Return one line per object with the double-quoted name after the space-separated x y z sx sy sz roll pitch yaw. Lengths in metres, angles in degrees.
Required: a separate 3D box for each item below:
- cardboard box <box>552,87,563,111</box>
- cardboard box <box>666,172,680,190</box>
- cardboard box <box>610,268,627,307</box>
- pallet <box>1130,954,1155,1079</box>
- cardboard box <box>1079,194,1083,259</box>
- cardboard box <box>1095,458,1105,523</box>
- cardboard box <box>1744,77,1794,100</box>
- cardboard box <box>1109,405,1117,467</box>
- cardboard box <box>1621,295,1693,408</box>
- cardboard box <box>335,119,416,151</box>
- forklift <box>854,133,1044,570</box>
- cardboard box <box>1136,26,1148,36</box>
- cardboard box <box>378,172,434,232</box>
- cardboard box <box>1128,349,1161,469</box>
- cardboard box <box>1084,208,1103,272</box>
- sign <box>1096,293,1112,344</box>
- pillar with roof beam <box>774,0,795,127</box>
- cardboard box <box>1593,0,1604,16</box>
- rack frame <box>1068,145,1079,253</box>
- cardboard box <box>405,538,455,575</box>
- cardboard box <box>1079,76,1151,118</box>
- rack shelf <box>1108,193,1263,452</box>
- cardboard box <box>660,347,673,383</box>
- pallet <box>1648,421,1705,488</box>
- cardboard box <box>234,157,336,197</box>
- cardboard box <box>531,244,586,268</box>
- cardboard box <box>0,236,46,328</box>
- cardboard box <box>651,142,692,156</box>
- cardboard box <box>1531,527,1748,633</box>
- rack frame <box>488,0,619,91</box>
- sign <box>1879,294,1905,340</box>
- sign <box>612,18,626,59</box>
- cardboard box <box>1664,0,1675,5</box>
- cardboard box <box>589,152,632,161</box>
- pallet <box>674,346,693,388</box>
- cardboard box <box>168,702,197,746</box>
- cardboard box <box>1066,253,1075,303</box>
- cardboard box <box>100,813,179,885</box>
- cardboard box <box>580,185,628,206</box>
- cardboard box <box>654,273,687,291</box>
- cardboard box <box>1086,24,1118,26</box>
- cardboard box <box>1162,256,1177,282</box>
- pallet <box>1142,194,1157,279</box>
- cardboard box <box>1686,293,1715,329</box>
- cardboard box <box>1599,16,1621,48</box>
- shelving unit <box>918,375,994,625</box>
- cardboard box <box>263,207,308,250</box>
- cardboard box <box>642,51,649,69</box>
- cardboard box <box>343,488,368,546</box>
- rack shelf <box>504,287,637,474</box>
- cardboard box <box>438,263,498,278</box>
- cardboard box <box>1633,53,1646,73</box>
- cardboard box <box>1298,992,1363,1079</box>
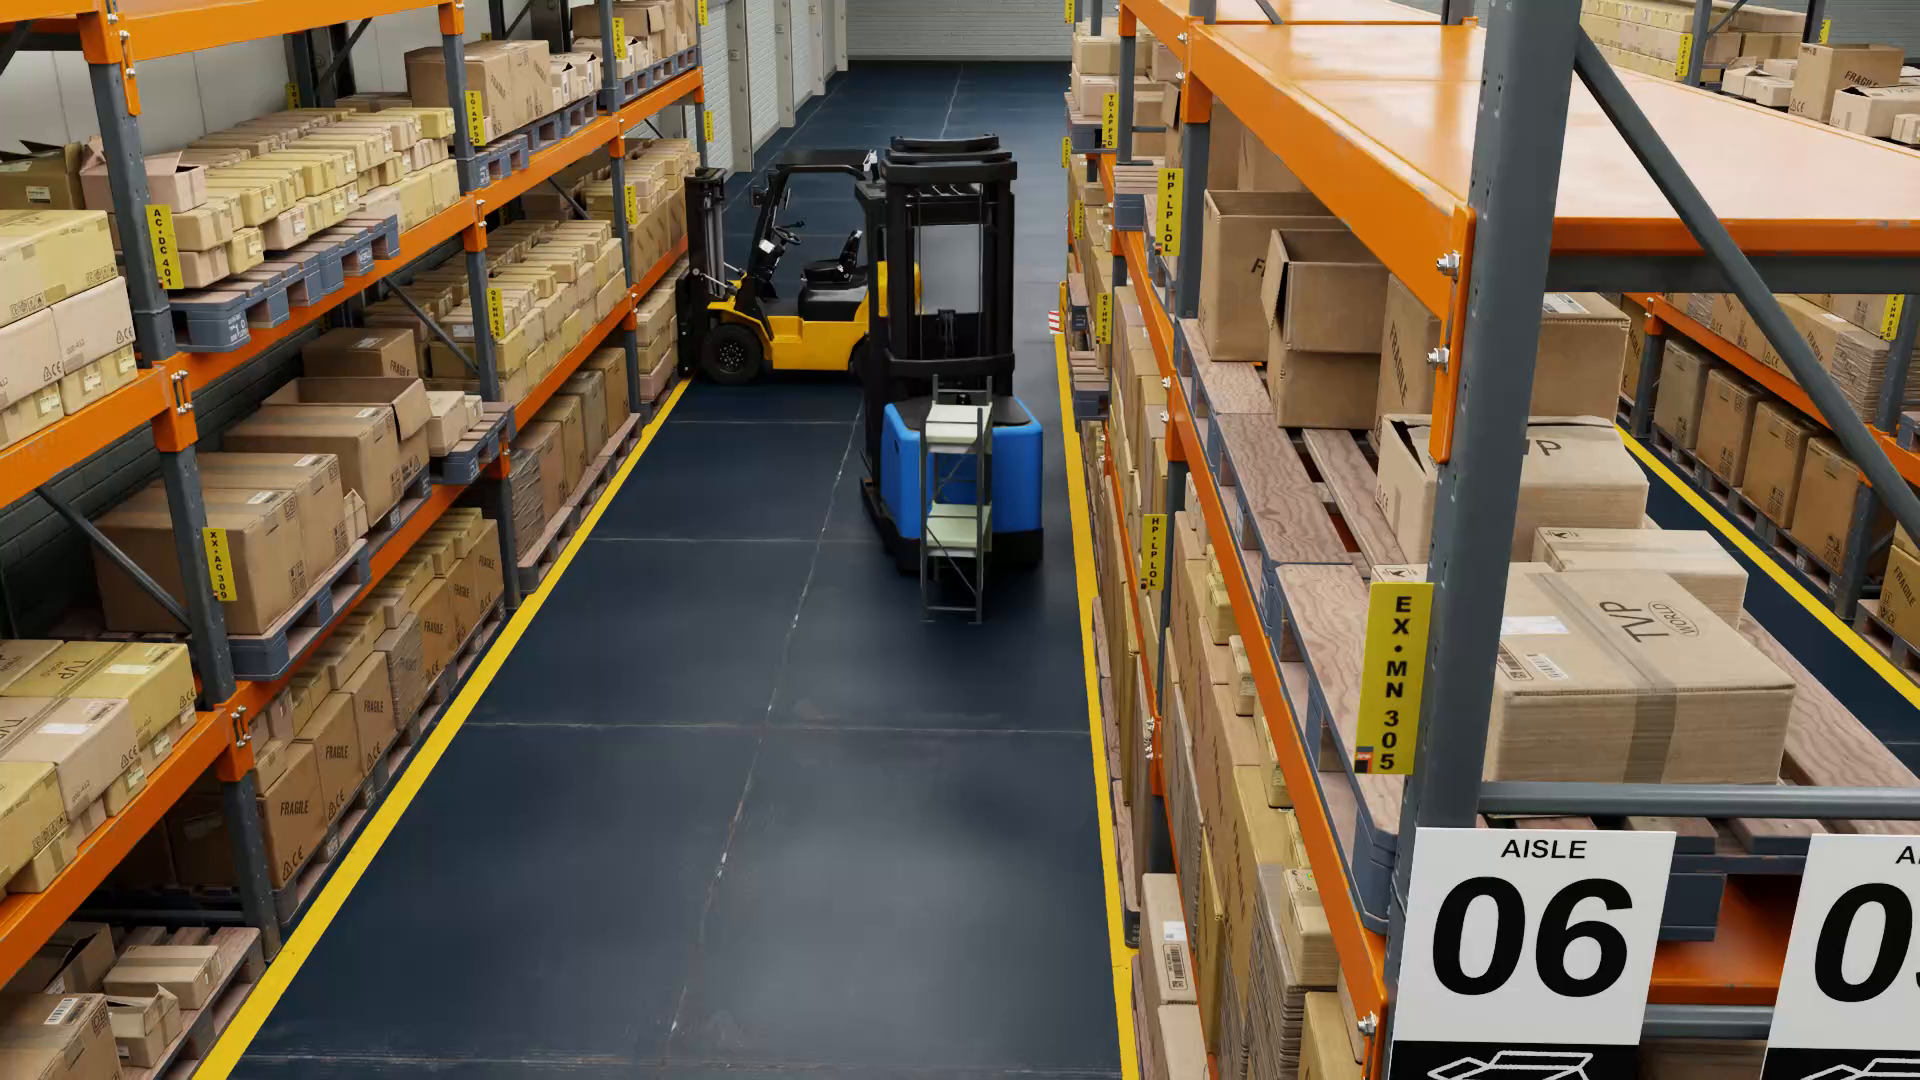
-3.138 -3.234 12.199 0.380 0.149 0.250 0 21 1 "cardboard box"
-3.008 -3.593 16.607 0.380 0.149 0.250 1 21 2 "cardboard box"
-3.139 -2.135 14.092 0.500 0.250 0.500 1 21 3 "cardboard box"
1.232 2.130 6.748 1.003 0.211 1.213 1 21 2 "pallet"
1.350 -2.872 15.234 0.500 0.500 0.500 1 21 3 "cardboard box"
1.497 -0.332 12.291 0.950 0.372 0.625 0 21 1 "cardboard box"
6.248 -3.470 12.808 0.250 0.149 0.380 1 21 2 "cardboard box"
1.189 -0.646 10.256 0.500 0.250 0.500 0 21 1 "cardboard box"
6.617 -1.751 15.251 0.875 0.875 0.875 1 21 2 "cardboard box"
-3.292 -2.279 9.353 0.380 0.149 0.250 0 21 0 "cardboard box"
-0.192 -1.651 12.731 1.130 2.935 3.031 -4 22 -10 "forklift"
1.840 -4.852 15.984 0.380 0.149 0.250 0 21 0 "cardboard box"
-3.294 -1.902 9.346 0.500 0.250 0.500 1 21 2 "cardboard box"
1.140 -0.679 8.612 0.500 0.500 0.500 1 21 2 "cardboard box"
1.261 -2.370 13.361 0.500 0.500 0.500 1 21 2 "cardboard box"
0.912 -1.396 10.489 0.100 0.325 0.005 1 21 2 "sign"
0.665 -12.852 33.212 9.100 9.000 0.400 1 21 2 "pillar with roof beam"
6.281 -5.084 15.864 0.380 0.149 0.250 0 21 1 "cardboard box"
1.698 -3.783 18.132 1.000 3.000 0.127 1 21 2 "rack frame"
-3.298 0.098 10.107 0.380 0.149 0.250 0 21 0 "cardboard box"
1.151 -3.289 12.338 0.500 0.250 0.500 0 21 1 "cardboard box"
1.394 -1.230 8.401 1.077 0.370 4.000 1 21 2 "rack shelf"
-3.039 -1.659 15.879 0.500 0.250 0.500 0 21 0 "cardboard box"
6.579 -0.739 14.142 1.003 0.211 1.213 1 21 2 "pallet"
-3.210 -1.730 7.911 0.380 0.149 0.250 1 21 2 "cardboard box"
-3.169 -2.241 13.123 0.380 0.149 0.250 0 21 0 "cardboard box"
-3.410 -0.829 5.477 0.500 0.250 0.500 0 21 1 "cardboard box"
-3.040 -4.103 17.510 0.380 0.149 0.250 1 21 2 "cardboard box"
1.475 0.087 3.639 0.380 0.149 0.250 1 21 4 "cardboard box"
-3.385 -5.187 13.457 1.000 3.000 0.127 1 21 2 "rack frame"
5.851 -1.417 10.434 0.100 0.325 0.005 1 21 2 "sign"
-2.842 -4.174 13.843 0.100 0.325 0.005 1 21 2 "sign"
6.939 -5.075 15.842 0.380 0.149 0.250 0 21 1 "cardboard box"
-3.528 -3.830 16.808 0.380 0.149 0.250 1 21 3 "cardboard box"
-3.284 -1.820 16.926 1.003 0.211 1.213 1 21 2 "pallet"
-3.385 0.738 6.828 0.380 0.149 0.250 1 21 2 "cardboard box"
1.397 -2.749 17.652 0.500 0.500 0.500 0 21 0 "cardboard box"
-3.909 1.291 7.929 0.500 0.500 0.500 1 21 1 "cardboard box"
-3.179 -3.086 14.888 0.380 0.149 0.250 1 21 2 "cardboard box"
-3.003 -2.496 16.654 0.500 0.250 0.500 0 21 1 "cardboard box"
1.429 -4.948 16.234 0.380 0.149 0.250 1 21 1 "cardboard box"
1.150 -1.318 7.175 0.500 0.311 0.500 1 21 2 "cardboard box"
1.457 -1.563 8.525 1.003 0.211 1.213 2 21 4 "pallet"
6.228 -1.996 13.388 0.500 0.500 0.500 1 21 2 "cardboard box"
6.333 -4.756 15.570 0.500 0.250 0.500 1 21 1 "cardboard box"
-0.019 -0.277 11.169 0.431 1.500 0.755 2 21 5 "shelving unit"
-3.176 -1.401 7.476 0.380 0.149 0.250 1 21 2 "cardboard box"
-3.044 -4.351 15.077 0.380 0.149 0.250 1 21 3 "cardboard box"
-3.202 -0.129 8.319 0.396 0.266 0.258 2 21 4 "cardboard box"
-3.446 -1.332 12.809 1.077 0.370 4.000 1 21 2 "rack shelf"
-3.671 -1.968 12.419 0.380 0.149 0.250 1 21 3 "cardboard box"
6.241 -4.255 14.830 0.380 0.149 0.250 1 21 2 "cardboard box"
0.988 1.312 3.480 0.500 0.500 0.500 1 21 3 "cardboard box"
